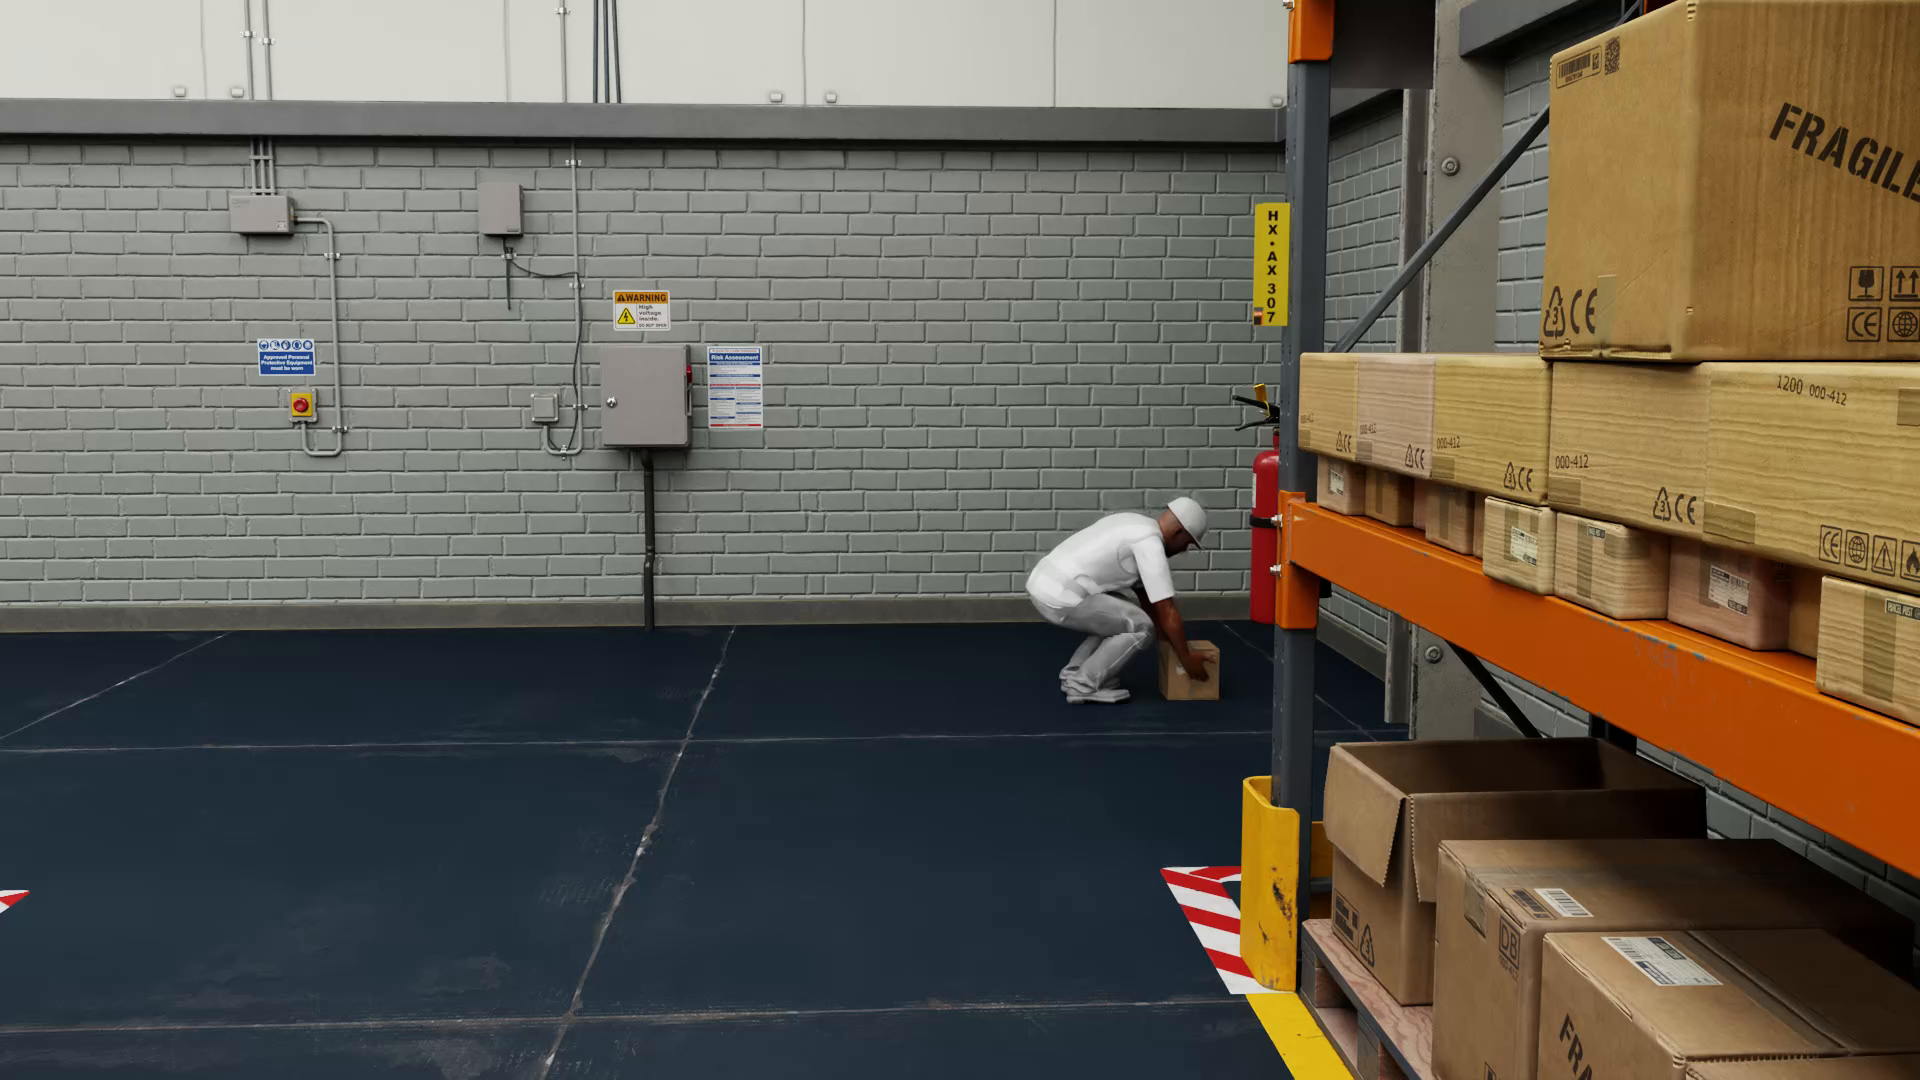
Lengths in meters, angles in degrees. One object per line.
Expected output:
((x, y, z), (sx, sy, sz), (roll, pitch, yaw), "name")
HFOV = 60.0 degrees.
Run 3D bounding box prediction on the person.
((0.770, 0.281, 8.146), (0.893, 0.975, 0.580), (0, 7, -4), "person")
